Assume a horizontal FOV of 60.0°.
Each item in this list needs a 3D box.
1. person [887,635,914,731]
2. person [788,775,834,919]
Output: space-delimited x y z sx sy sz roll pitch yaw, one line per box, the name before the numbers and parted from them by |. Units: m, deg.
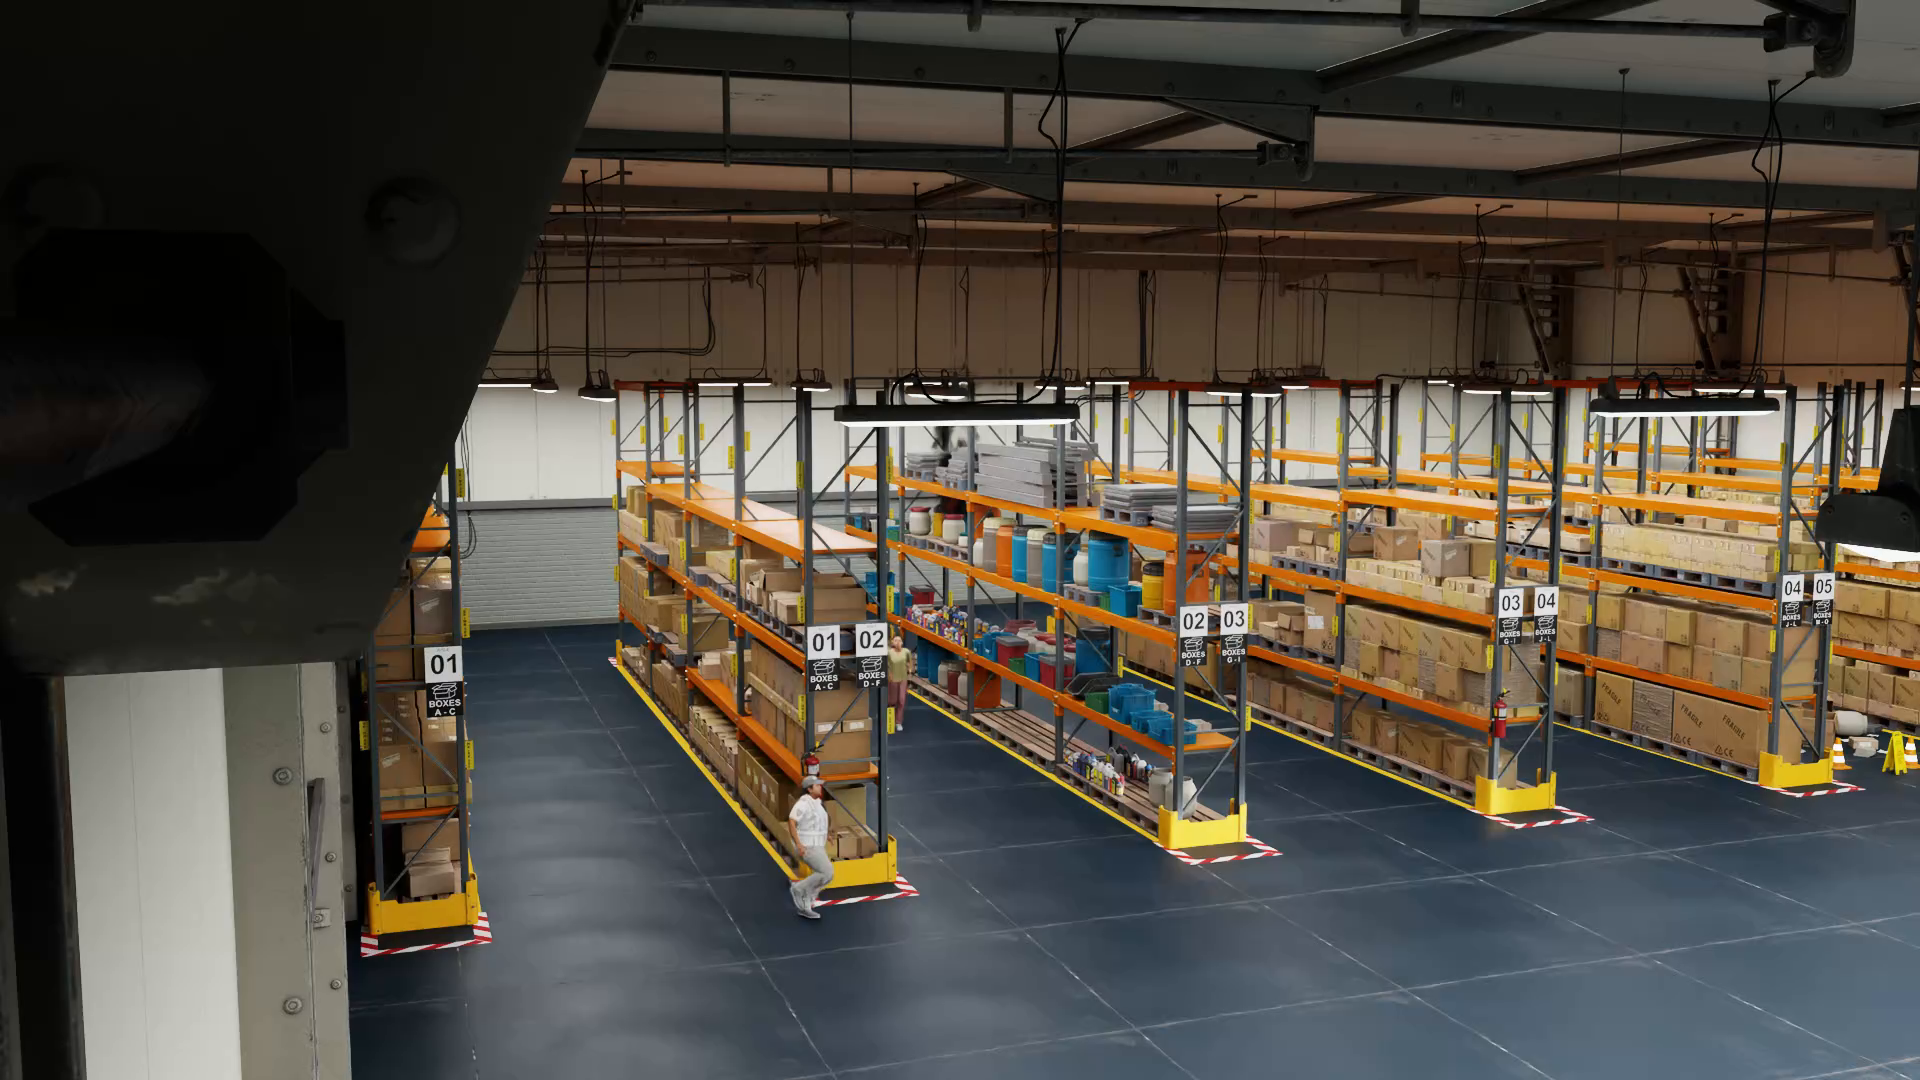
person | -1.083 2.446 29.066 0.585 1.632 0.746 -1 6 -12
person | -1.657 3.518 19.166 0.511 1.595 0.643 1 6 13
